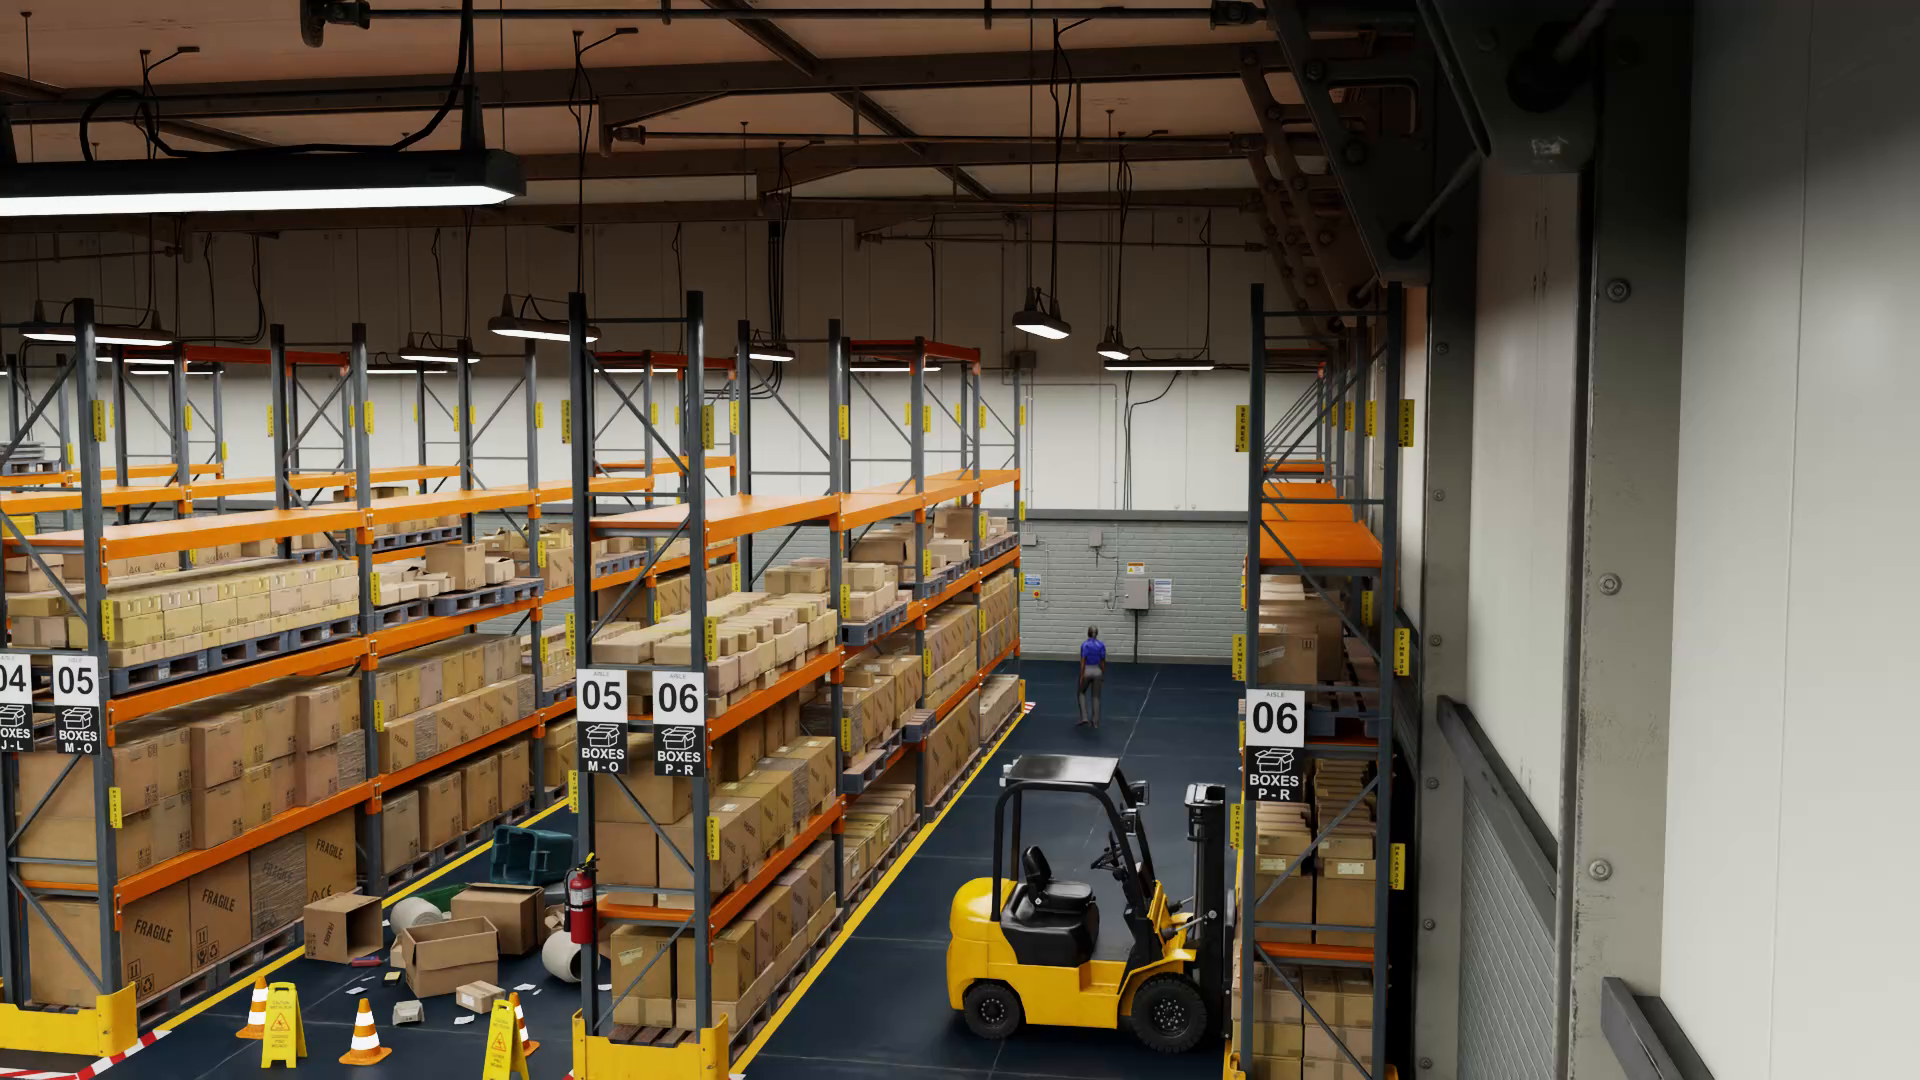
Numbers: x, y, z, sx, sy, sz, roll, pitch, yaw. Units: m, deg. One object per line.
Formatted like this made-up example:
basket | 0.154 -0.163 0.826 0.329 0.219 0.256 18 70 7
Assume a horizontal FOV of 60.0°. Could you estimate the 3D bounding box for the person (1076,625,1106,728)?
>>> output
person | 2.126 2.205 26.676 0.464 1.638 0.561 -1 5 -10
